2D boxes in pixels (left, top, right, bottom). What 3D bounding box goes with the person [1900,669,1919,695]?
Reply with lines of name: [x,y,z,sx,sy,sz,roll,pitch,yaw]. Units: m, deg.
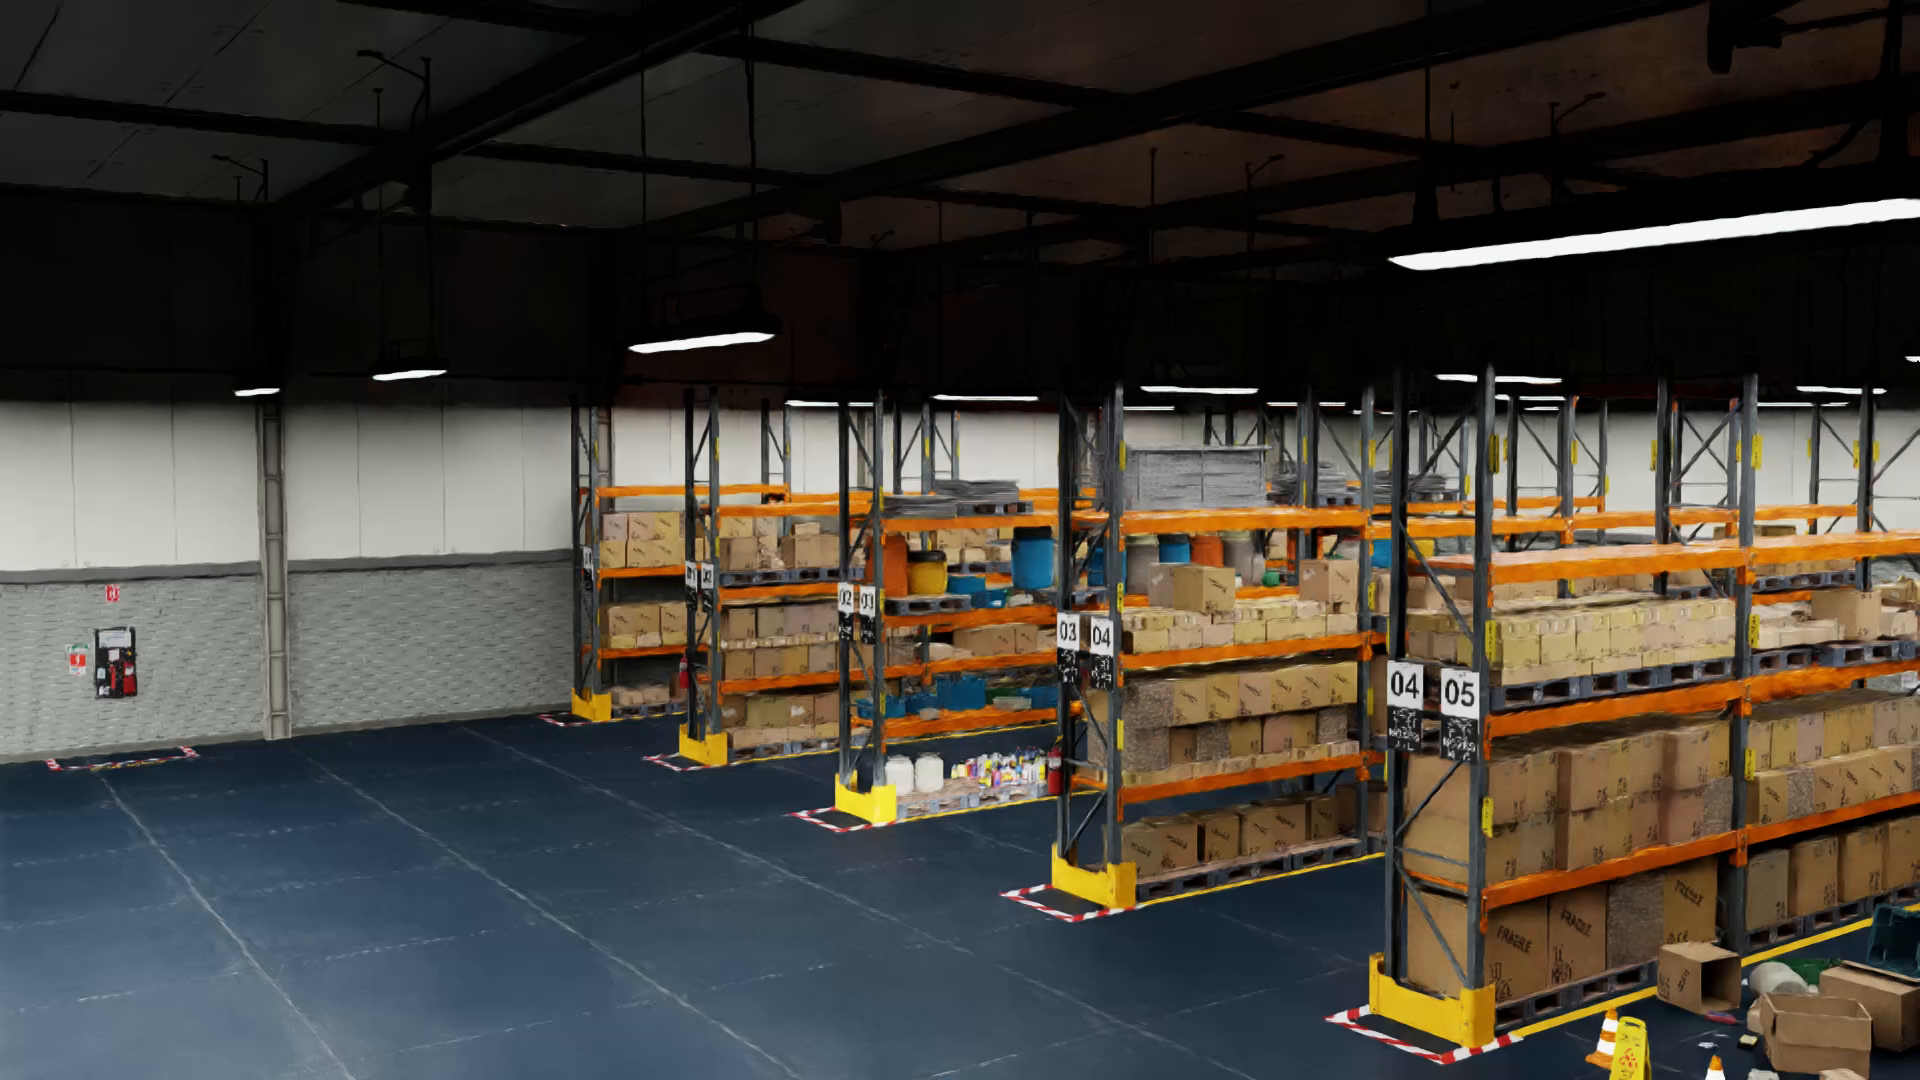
person: [16.467,2.559,28.625,0.566,1.773,0.582,0,3,1]

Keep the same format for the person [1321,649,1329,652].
person: [8.311,2.004,39.086,1.019,1.612,0.458,-2,4,-35]

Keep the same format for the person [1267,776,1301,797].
person: [4.493,2.922,22.957,0.546,1.733,0.729,-2,4,-36]
